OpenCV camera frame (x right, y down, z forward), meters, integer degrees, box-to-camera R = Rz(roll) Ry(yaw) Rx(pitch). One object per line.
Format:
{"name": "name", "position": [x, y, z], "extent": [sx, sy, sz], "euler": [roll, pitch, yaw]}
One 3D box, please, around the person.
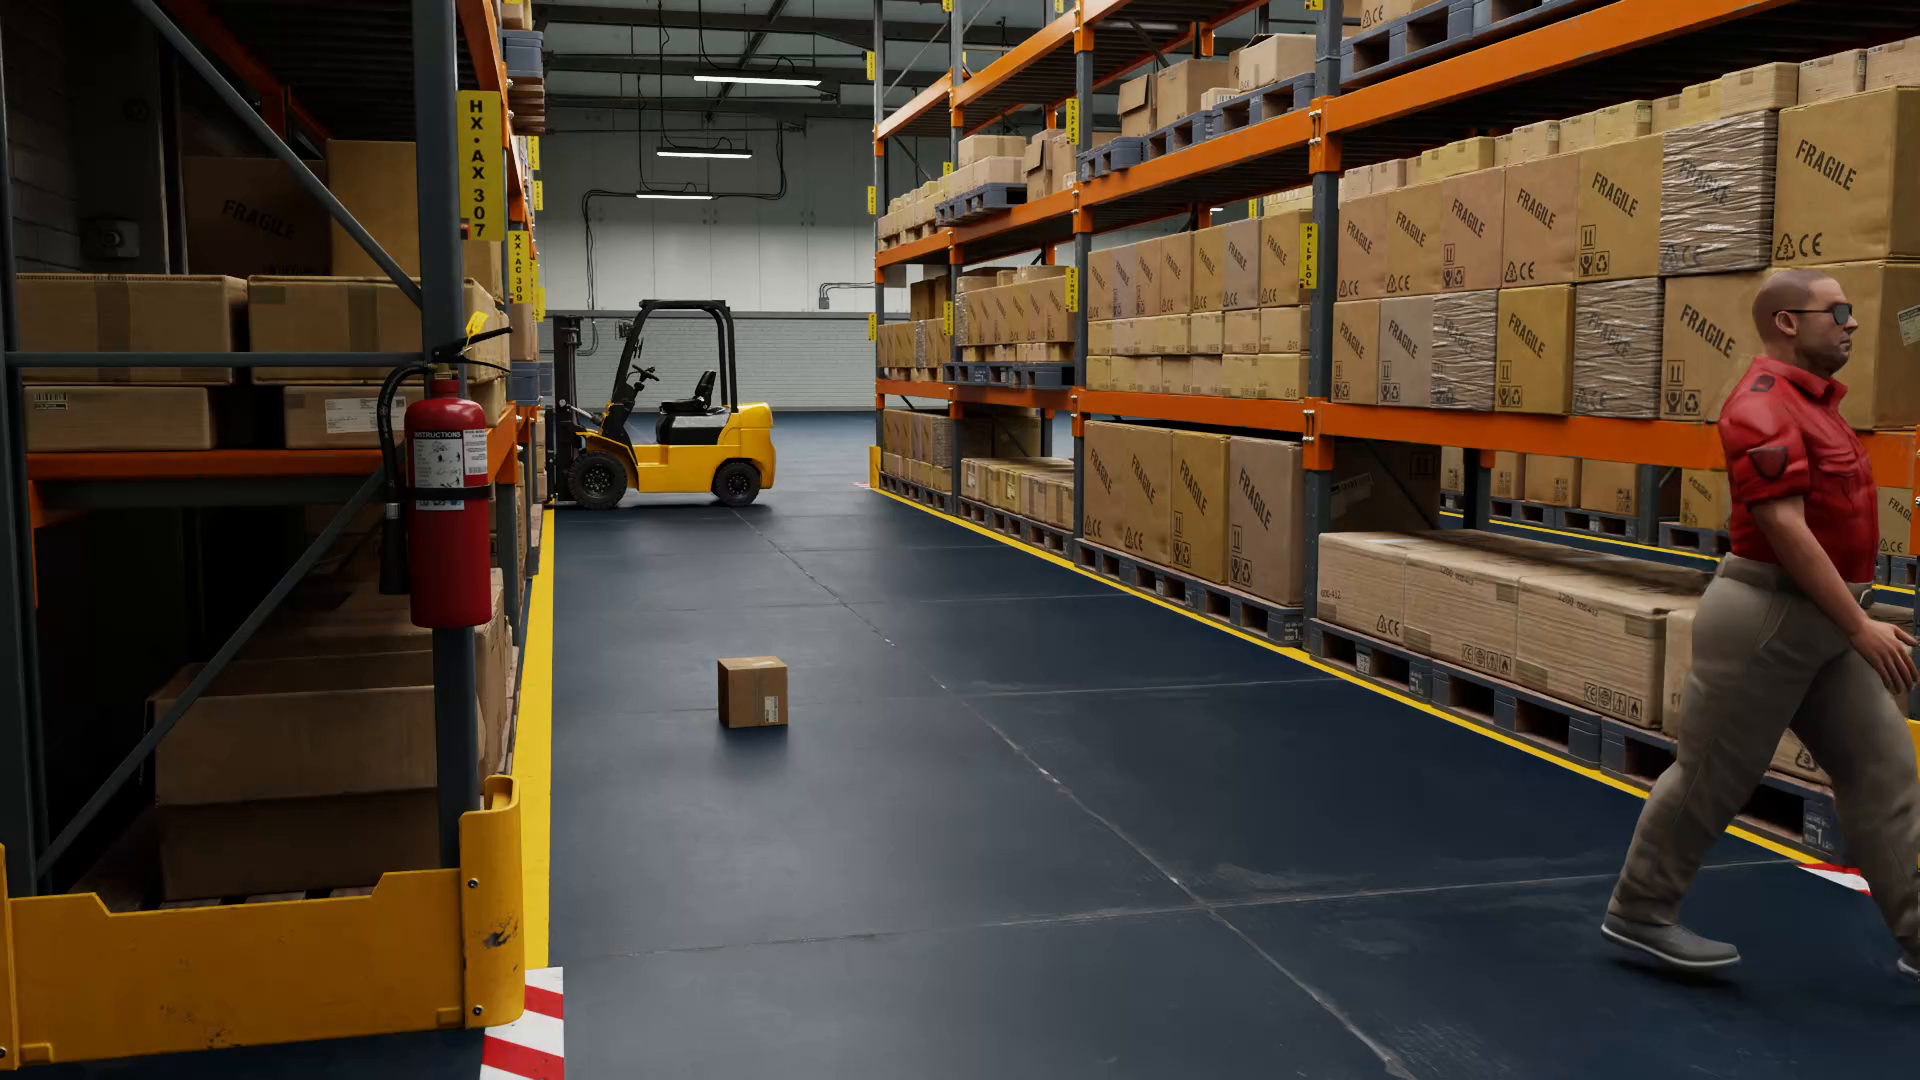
{"name": "person", "position": [2.027, 0.220, 3.869], "extent": [0.945, 1.694, 0.546], "euler": [6, 8, 43]}
